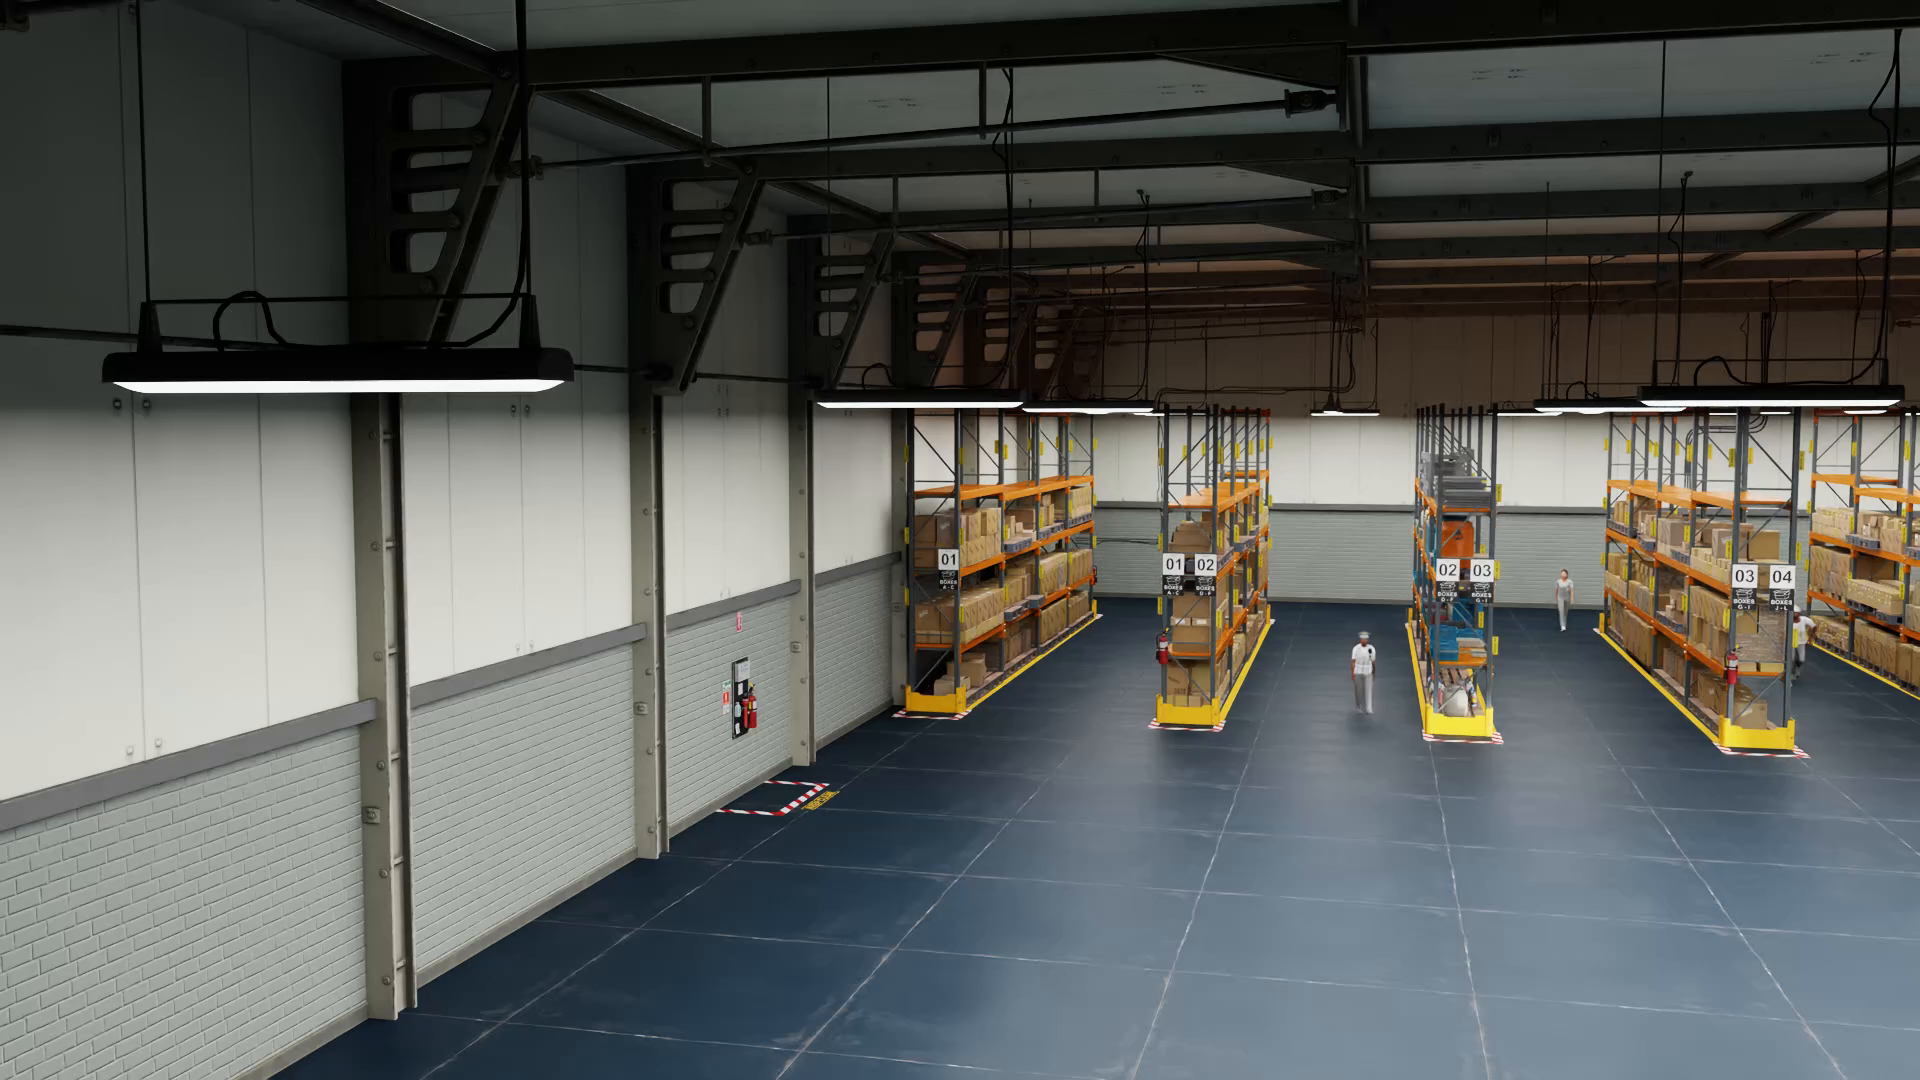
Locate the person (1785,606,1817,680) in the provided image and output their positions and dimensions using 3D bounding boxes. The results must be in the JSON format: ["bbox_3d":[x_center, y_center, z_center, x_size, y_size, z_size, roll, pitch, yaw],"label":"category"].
[{"bbox_3d":[18.294,2.247,36.335,0.753,1.664,0.691,2,4,21],"label":"person"}]

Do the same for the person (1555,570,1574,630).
[{"bbox_3d":[16.429,1.611,45.180,0.449,1.609,1.058,1,4,12],"label":"person"}]

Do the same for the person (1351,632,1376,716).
[{"bbox_3d":[7.731,2.569,31.900,0.457,1.624,1.053,1,4,18],"label":"person"}]
